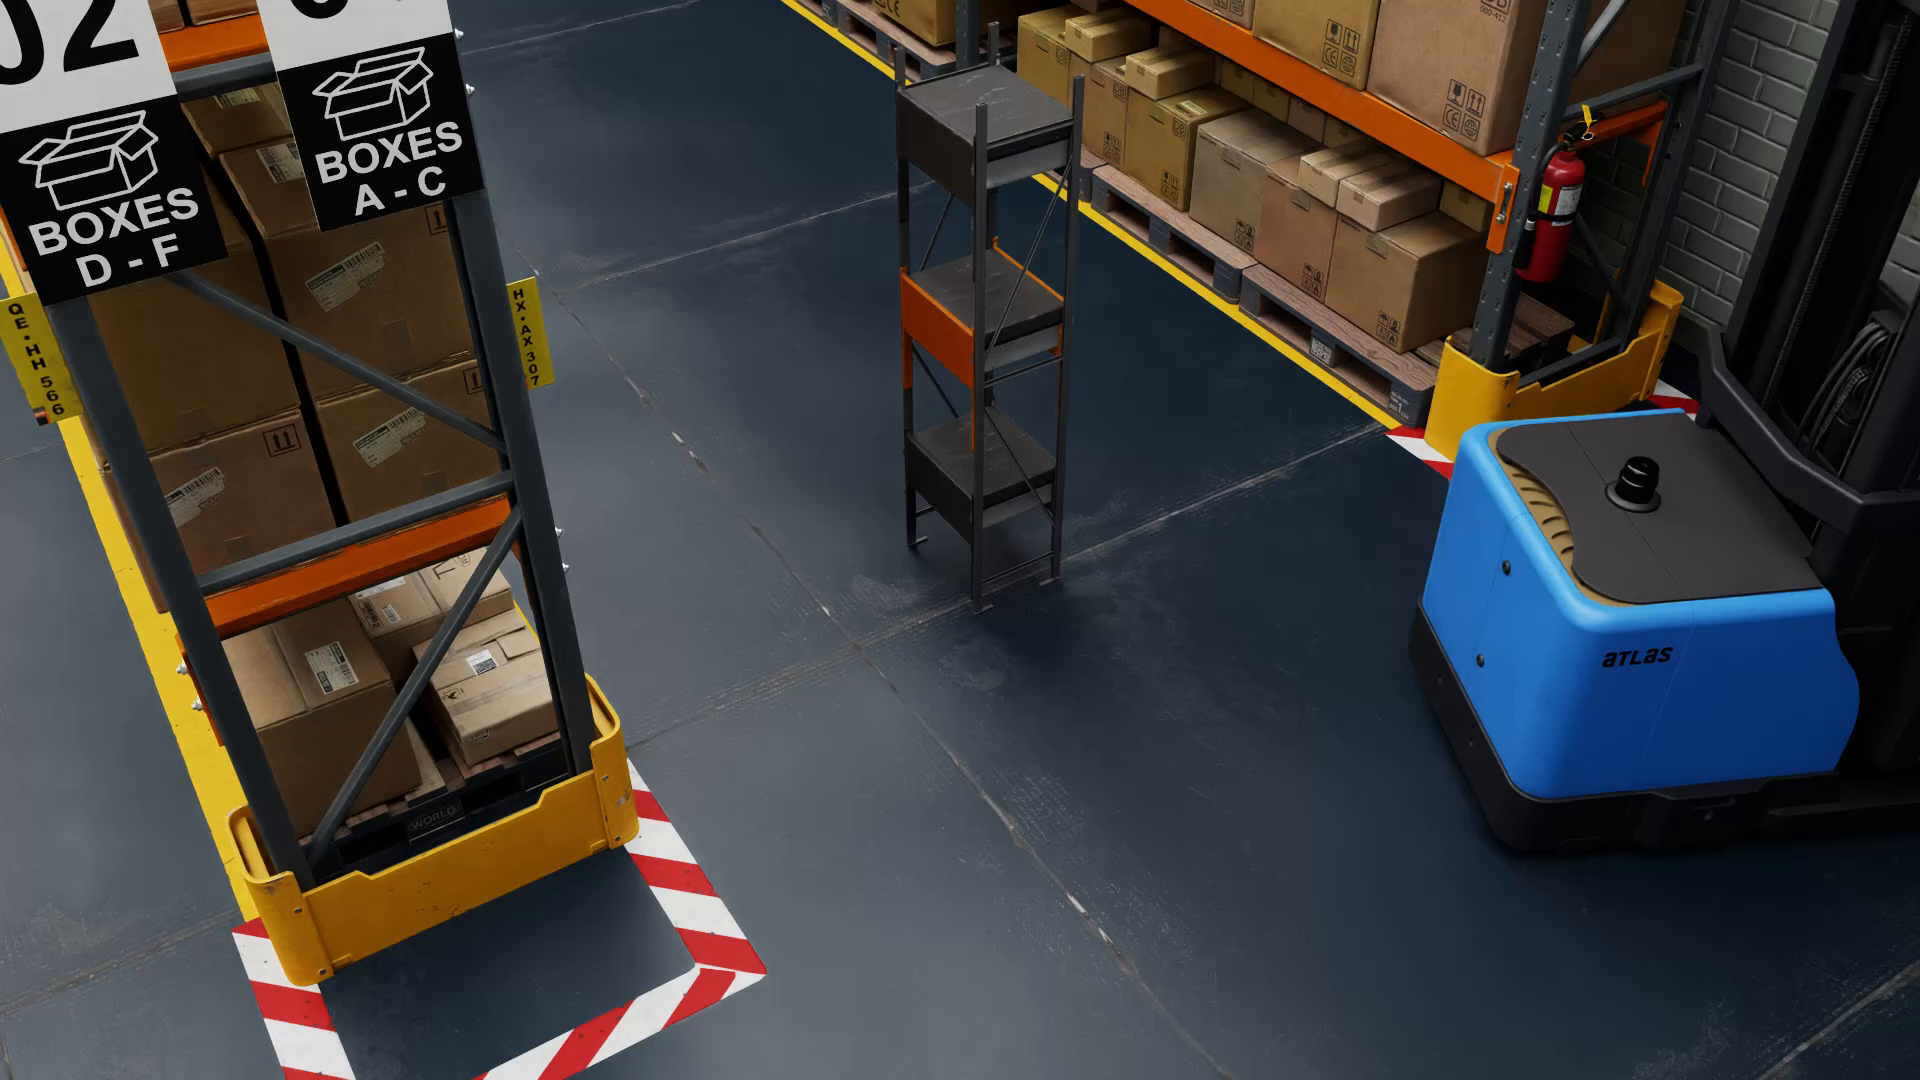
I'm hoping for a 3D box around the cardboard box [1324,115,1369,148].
[{"bbox_3d":[1.946,-1.928,7.839,0.380,0.149,0.250,-22,45,-24],"label":"cardboard box"}]

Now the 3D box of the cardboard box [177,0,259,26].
[{"bbox_3d":[-1.658,-1.477,3.954,0.500,0.250,0.500,-22,45,-24],"label":"cardboard box"}]

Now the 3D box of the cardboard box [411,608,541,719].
[{"bbox_3d":[-1.666,0.422,5.770,0.380,0.166,0.250,-22,45,-24],"label":"cardboard box"}]

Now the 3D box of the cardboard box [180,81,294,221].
[{"bbox_3d":[-1.900,-1.050,4.808,0.500,0.500,0.500,-22,44,-24],"label":"cardboard box"}]

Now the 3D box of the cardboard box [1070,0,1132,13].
[{"bbox_3d":[0.833,-3.042,9.175,0.380,0.149,0.250,-22,45,-25],"label":"cardboard box"}]

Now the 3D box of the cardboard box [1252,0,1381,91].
[{"bbox_3d":[1.895,-2.501,7.174,0.980,0.700,0.700,-23,45,-25],"label":"cardboard box"}]

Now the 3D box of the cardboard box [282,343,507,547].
[{"bbox_3d":[-1.613,-0.387,4.793,0.500,0.500,0.500,-21,44,-24],"label":"cardboard box"}]

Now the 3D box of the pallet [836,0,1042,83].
[{"bbox_3d":[-0.051,-3.203,10.429,1.003,0.211,1.213,-22,45,-24],"label":"pallet"}]

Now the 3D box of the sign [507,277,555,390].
[{"bbox_3d":[-1.139,-0.537,4.375,0.100,0.325,0.005,-22,45,-24],"label":"sign"}]

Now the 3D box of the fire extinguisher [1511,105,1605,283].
[{"bbox_3d":[2.270,-1.312,6.333,0.296,0.674,0.183,-22,45,-24],"label":"fire extinguisher"}]

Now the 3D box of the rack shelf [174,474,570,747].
[{"bbox_3d":[-2.672,-0.821,5.954,1.077,0.370,4.000,-22,45,-24],"label":"rack shelf"}]

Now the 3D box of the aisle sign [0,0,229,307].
[{"bbox_3d":[-1.818,-0.874,3.425,0.394,0.787,0.004,-22,45,-24],"label":"aisle sign"}]

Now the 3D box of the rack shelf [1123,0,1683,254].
[{"bbox_3d":[1.503,-2.528,8.003,1.077,0.370,4.000,-22,45,-24],"label":"rack shelf"}]

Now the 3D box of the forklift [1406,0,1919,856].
[{"bbox_3d":[3.206,-0.504,5.065,3.031,2.935,1.130,-5,40,-6],"label":"forklift"}]

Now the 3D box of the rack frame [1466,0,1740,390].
[{"bbox_3d":[2.578,-1.725,6.477,1.000,3.000,0.127,-22,45,-24],"label":"rack frame"}]

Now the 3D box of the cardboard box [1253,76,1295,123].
[{"bbox_3d":[1.670,-2.204,8.169,0.380,0.149,0.250,-22,44,-24],"label":"cardboard box"}]

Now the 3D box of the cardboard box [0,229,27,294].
[{"bbox_3d":[-2.340,-0.858,4.578,0.500,0.500,0.500,-21,44,-23],"label":"cardboard box"}]

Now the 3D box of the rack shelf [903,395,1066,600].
[{"bbox_3d":[0.089,-0.169,6.427,0.431,0.518,0.480,-22,45,-24],"label":"rack shelf"}]

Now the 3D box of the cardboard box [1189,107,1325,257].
[{"bbox_3d":[1.578,-1.811,8.204,0.700,0.500,0.500,-24,45,-26],"label":"cardboard box"}]

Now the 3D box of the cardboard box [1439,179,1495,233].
[{"bbox_3d":[2.354,-1.520,7.349,0.380,0.149,0.250,-22,45,-24],"label":"cardboard box"}]

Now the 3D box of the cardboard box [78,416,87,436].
[{"bbox_3d":[-2.348,-0.483,4.909,0.500,0.500,0.500,-22,45,-24],"label":"cardboard box"}]

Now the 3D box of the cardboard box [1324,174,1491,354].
[{"bbox_3d":[2.118,-1.269,7.555,0.700,0.500,0.500,-22,45,-24],"label":"cardboard box"}]

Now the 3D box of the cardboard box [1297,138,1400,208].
[{"bbox_3d":[1.757,-1.663,7.520,0.380,0.149,0.250,-21,44,-23],"label":"cardboard box"}]

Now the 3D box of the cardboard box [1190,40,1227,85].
[{"bbox_3d":[1.395,-2.480,8.500,0.380,0.149,0.250,-22,44,-24],"label":"cardboard box"}]

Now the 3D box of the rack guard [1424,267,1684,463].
[{"bbox_3d":[2.591,-0.752,7.262,1.175,0.500,0.348,-22,45,-24],"label":"rack guard"}]

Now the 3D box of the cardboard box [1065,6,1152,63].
[{"bbox_3d":[0.774,-2.648,8.702,0.380,0.149,0.250,-21,44,-23],"label":"cardboard box"}]

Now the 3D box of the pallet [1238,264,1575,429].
[{"bbox_3d":[2.082,-1.058,7.855,1.003,0.211,1.213,-22,45,-24],"label":"pallet"}]

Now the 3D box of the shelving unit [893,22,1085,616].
[{"bbox_3d":[0.089,-0.717,5.971,0.431,2.100,0.503,-22,45,-24],"label":"shelving unit"}]

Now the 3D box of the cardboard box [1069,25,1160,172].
[{"bbox_3d":[1.011,-2.374,8.880,0.700,0.500,0.500,-23,45,-25],"label":"cardboard box"}]

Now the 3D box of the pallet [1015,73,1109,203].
[{"bbox_3d":[0.770,-2.375,9.436,1.003,0.211,1.213,-22,45,-24],"label":"pallet"}]

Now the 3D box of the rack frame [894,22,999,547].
[{"bbox_3d":[-0.042,-0.849,6.129,0.400,2.100,0.015,-22,45,-24],"label":"rack frame"}]

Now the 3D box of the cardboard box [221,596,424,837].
[{"bbox_3d":[-2.096,0.565,5.338,0.500,0.500,0.500,-22,45,-24],"label":"cardboard box"}]
